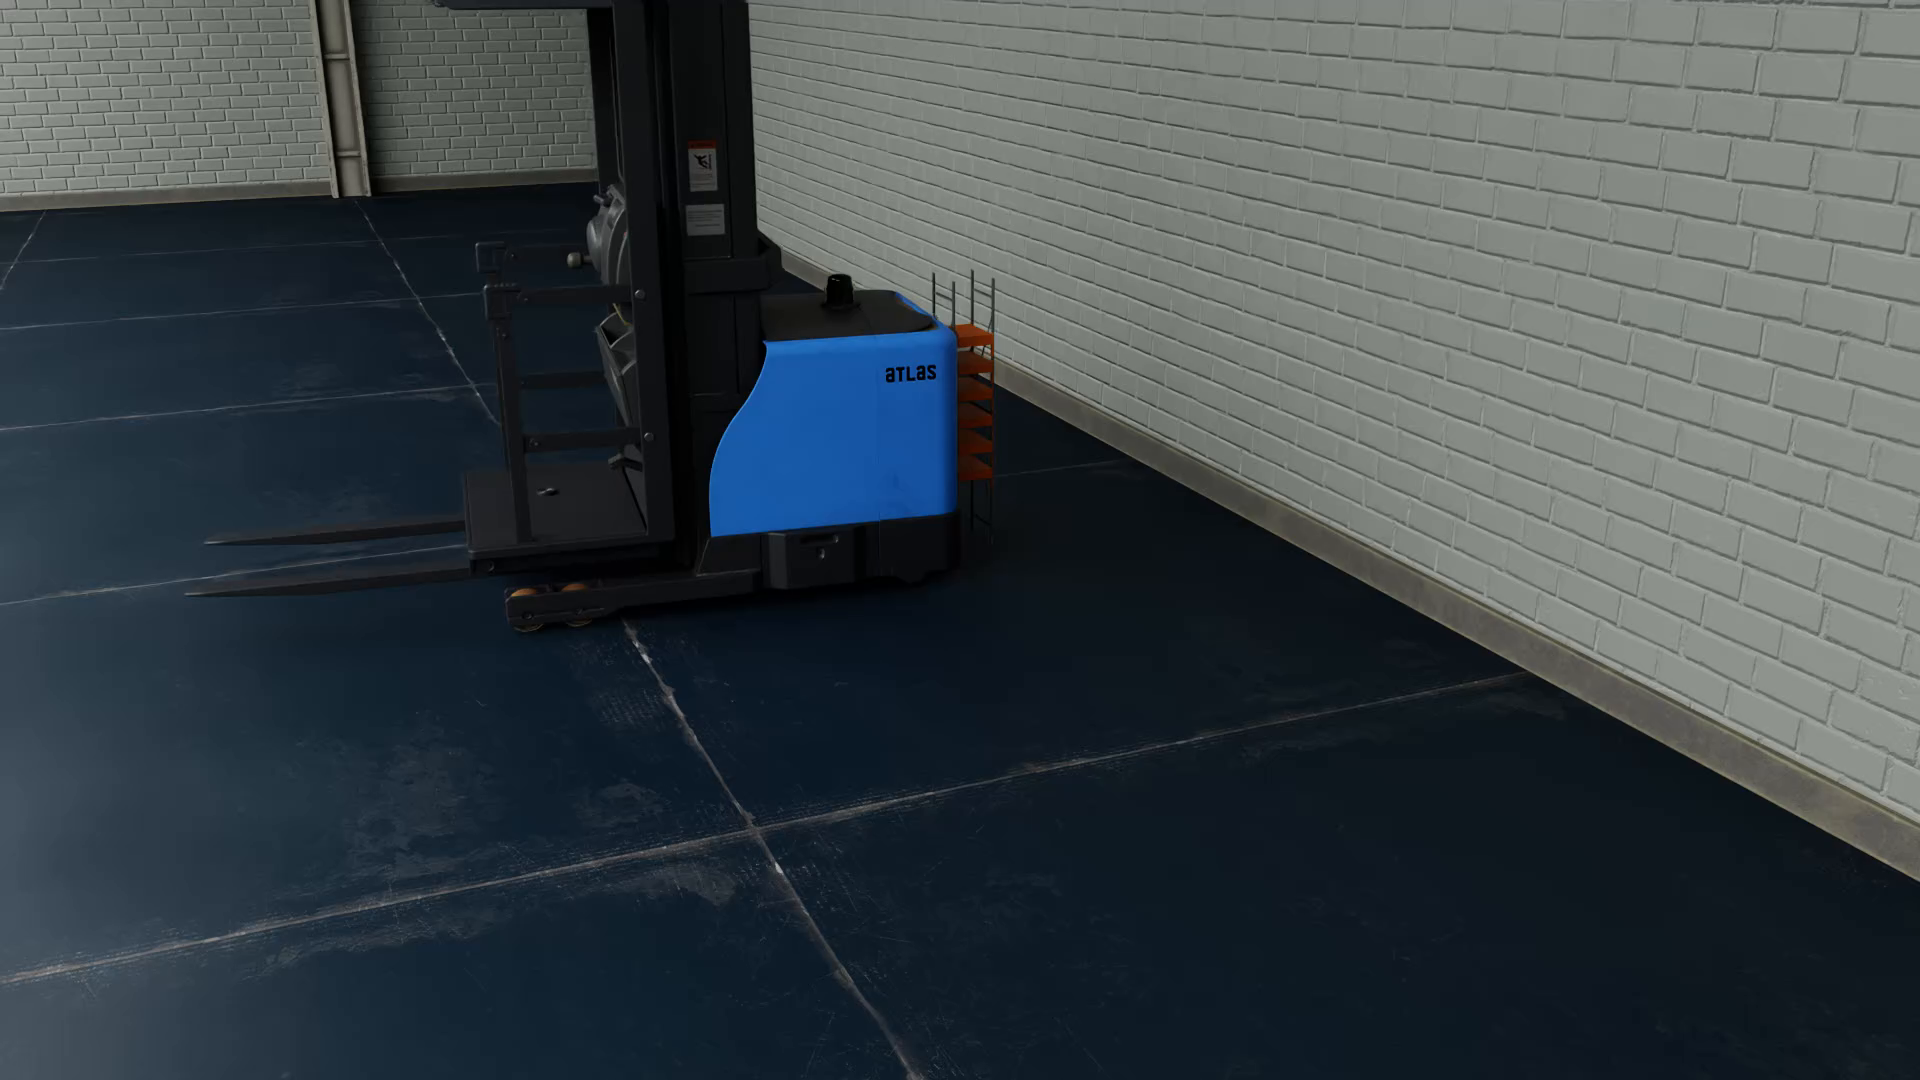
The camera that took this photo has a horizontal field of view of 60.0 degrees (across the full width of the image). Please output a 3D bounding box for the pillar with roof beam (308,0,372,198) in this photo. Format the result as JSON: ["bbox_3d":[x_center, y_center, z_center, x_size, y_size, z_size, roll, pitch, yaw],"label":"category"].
[{"bbox_3d":[-4.987,-6.726,13.075,0.400,9.000,9.100,-8,21,-22],"label":"pillar with roof beam"}]

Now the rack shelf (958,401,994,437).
[{"bbox_3d":[0.013,-0.526,7.343,0.180,0.103,0.258,-8,21,-22],"label":"rack shelf"}]

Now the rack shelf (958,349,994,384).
[{"bbox_3d":[0.013,-0.752,7.263,0.180,0.103,0.258,-8,21,-22],"label":"rack shelf"}]

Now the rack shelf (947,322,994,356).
[{"bbox_3d":[0.013,-0.866,7.223,0.180,0.103,0.258,-8,21,-22],"label":"rack shelf"}]

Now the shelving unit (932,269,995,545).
[{"bbox_3d":[0.013,-0.568,7.328,0.189,1.200,0.258,-8,21,-22],"label":"shelving unit"}]

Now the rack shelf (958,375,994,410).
[{"bbox_3d":[0.013,-0.639,7.303,0.180,0.103,0.258,-8,21,-22],"label":"rack shelf"}]

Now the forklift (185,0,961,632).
[{"bbox_3d":[-1.572,-1.219,6.570,3.031,2.935,1.130,-6,20,-16],"label":"forklift"}]

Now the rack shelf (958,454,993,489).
[{"bbox_3d":[0.013,-0.300,7.423,0.180,0.103,0.258,-8,21,-22],"label":"rack shelf"}]

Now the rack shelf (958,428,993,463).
[{"bbox_3d":[0.013,-0.413,7.383,0.180,0.103,0.258,-8,21,-22],"label":"rack shelf"}]

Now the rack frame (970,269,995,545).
[{"bbox_3d":[0.097,-0.580,7.362,0.006,1.200,0.240,-8,21,-22],"label":"rack frame"}]

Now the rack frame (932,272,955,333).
[{"bbox_3d":[-0.071,-0.556,7.294,0.006,1.200,0.240,-8,21,-22],"label":"rack frame"}]
